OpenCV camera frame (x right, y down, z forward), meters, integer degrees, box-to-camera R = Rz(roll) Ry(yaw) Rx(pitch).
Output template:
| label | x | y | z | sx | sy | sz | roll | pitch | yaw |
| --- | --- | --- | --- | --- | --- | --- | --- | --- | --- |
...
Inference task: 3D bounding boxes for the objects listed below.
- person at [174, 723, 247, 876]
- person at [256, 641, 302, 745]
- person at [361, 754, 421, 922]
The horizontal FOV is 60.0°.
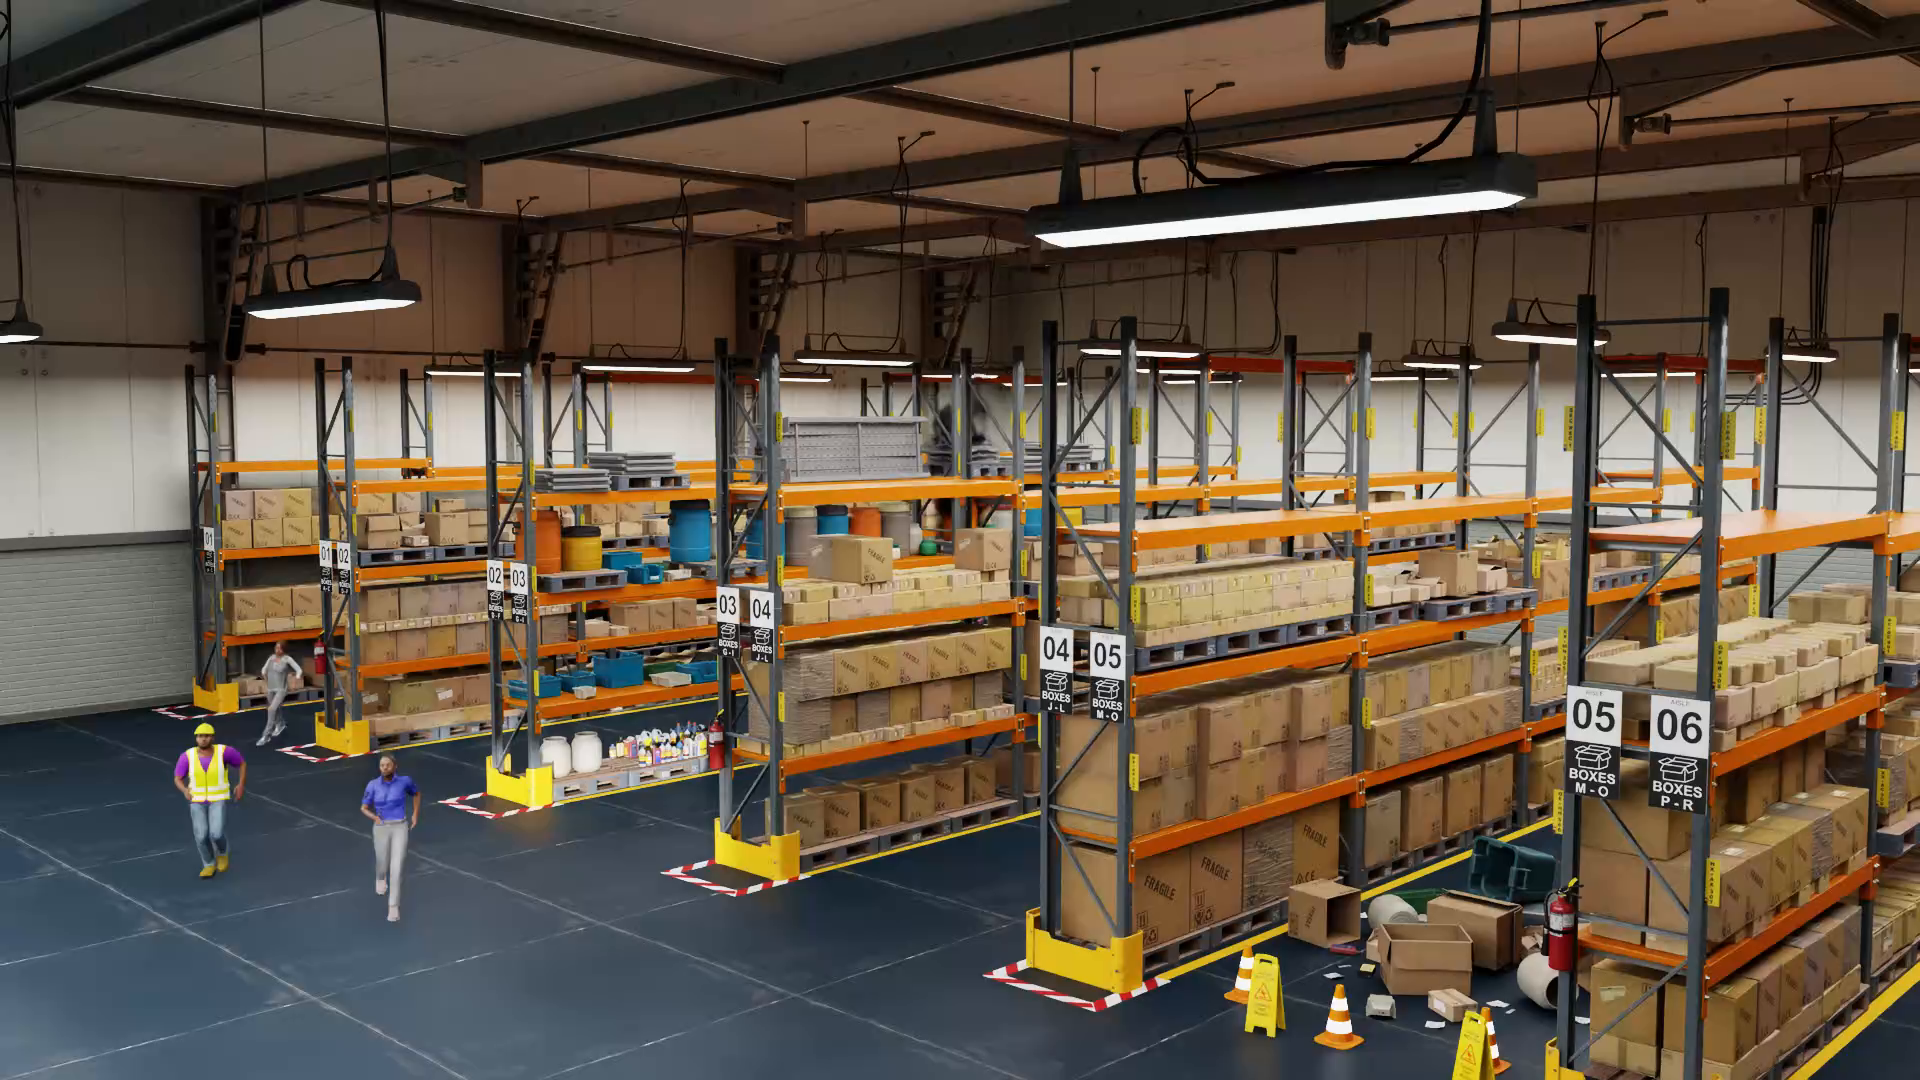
| label | x | y | z | sx | sy | sz | roll | pitch | yaw |
| --- | --- | --- | --- | --- | --- | --- | --- | --- | --- |
| person | -8.305 | 2.884 | 18.409 | 0.731 | 1.724 | 0.591 | -1 | 5 | -17 |
| person | -10.644 | 2.360 | 25.991 | 0.602 | 1.584 | 0.829 | 1 | 4 | 12 |
| person | -5.899 | 3.029 | 17.266 | 0.588 | 1.663 | 0.908 | -1 | 5 | -15 |
